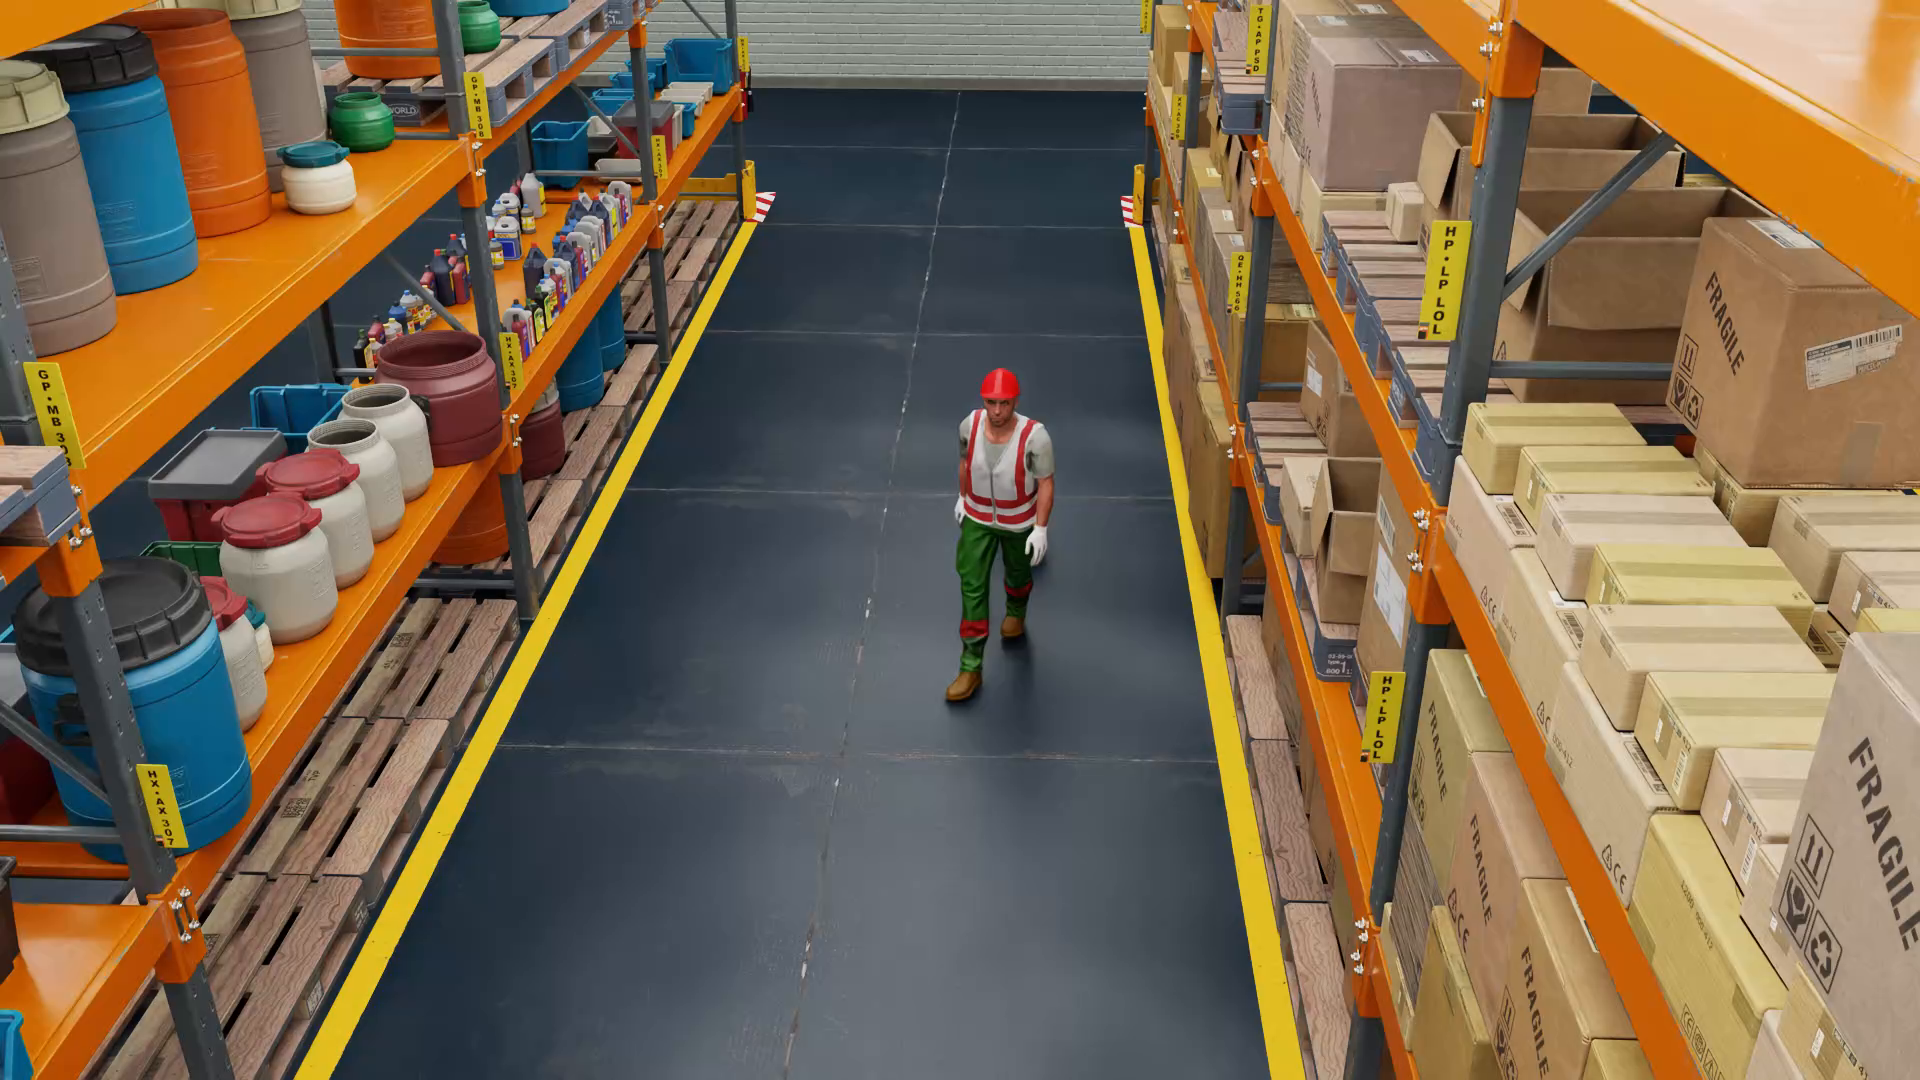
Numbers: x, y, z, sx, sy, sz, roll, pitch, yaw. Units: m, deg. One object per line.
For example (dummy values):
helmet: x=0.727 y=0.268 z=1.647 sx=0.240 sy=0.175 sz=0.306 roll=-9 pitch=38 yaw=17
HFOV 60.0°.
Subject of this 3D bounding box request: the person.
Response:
person: x=0.206 y=-0.100 z=8.766 sx=0.577 sy=1.721 sz=1.013 roll=6 pitch=28 yaw=11
